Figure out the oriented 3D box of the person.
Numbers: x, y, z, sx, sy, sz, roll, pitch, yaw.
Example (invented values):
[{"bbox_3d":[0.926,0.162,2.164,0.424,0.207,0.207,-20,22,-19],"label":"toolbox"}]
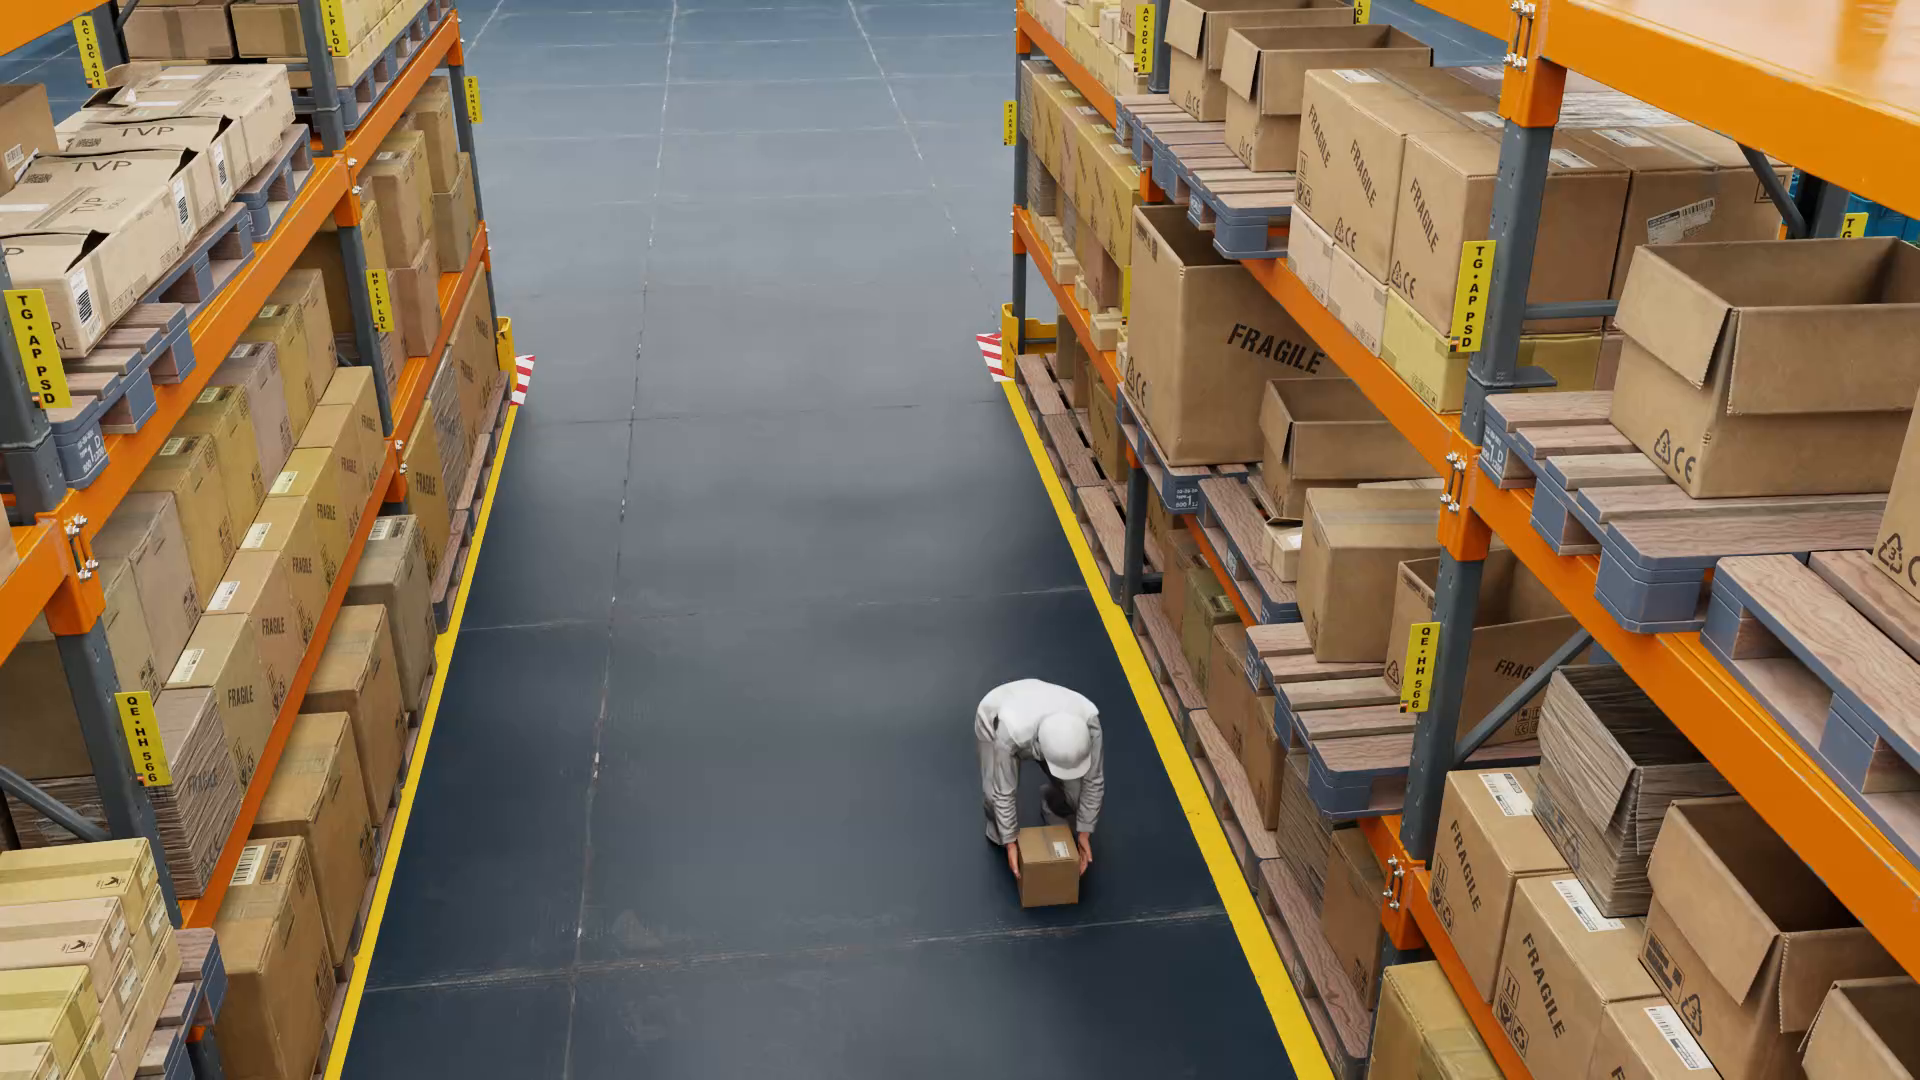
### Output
[{"bbox_3d":[0.358,1.008,7.542,0.537,0.930,0.913,-4,27,-7],"label":"person"}]
